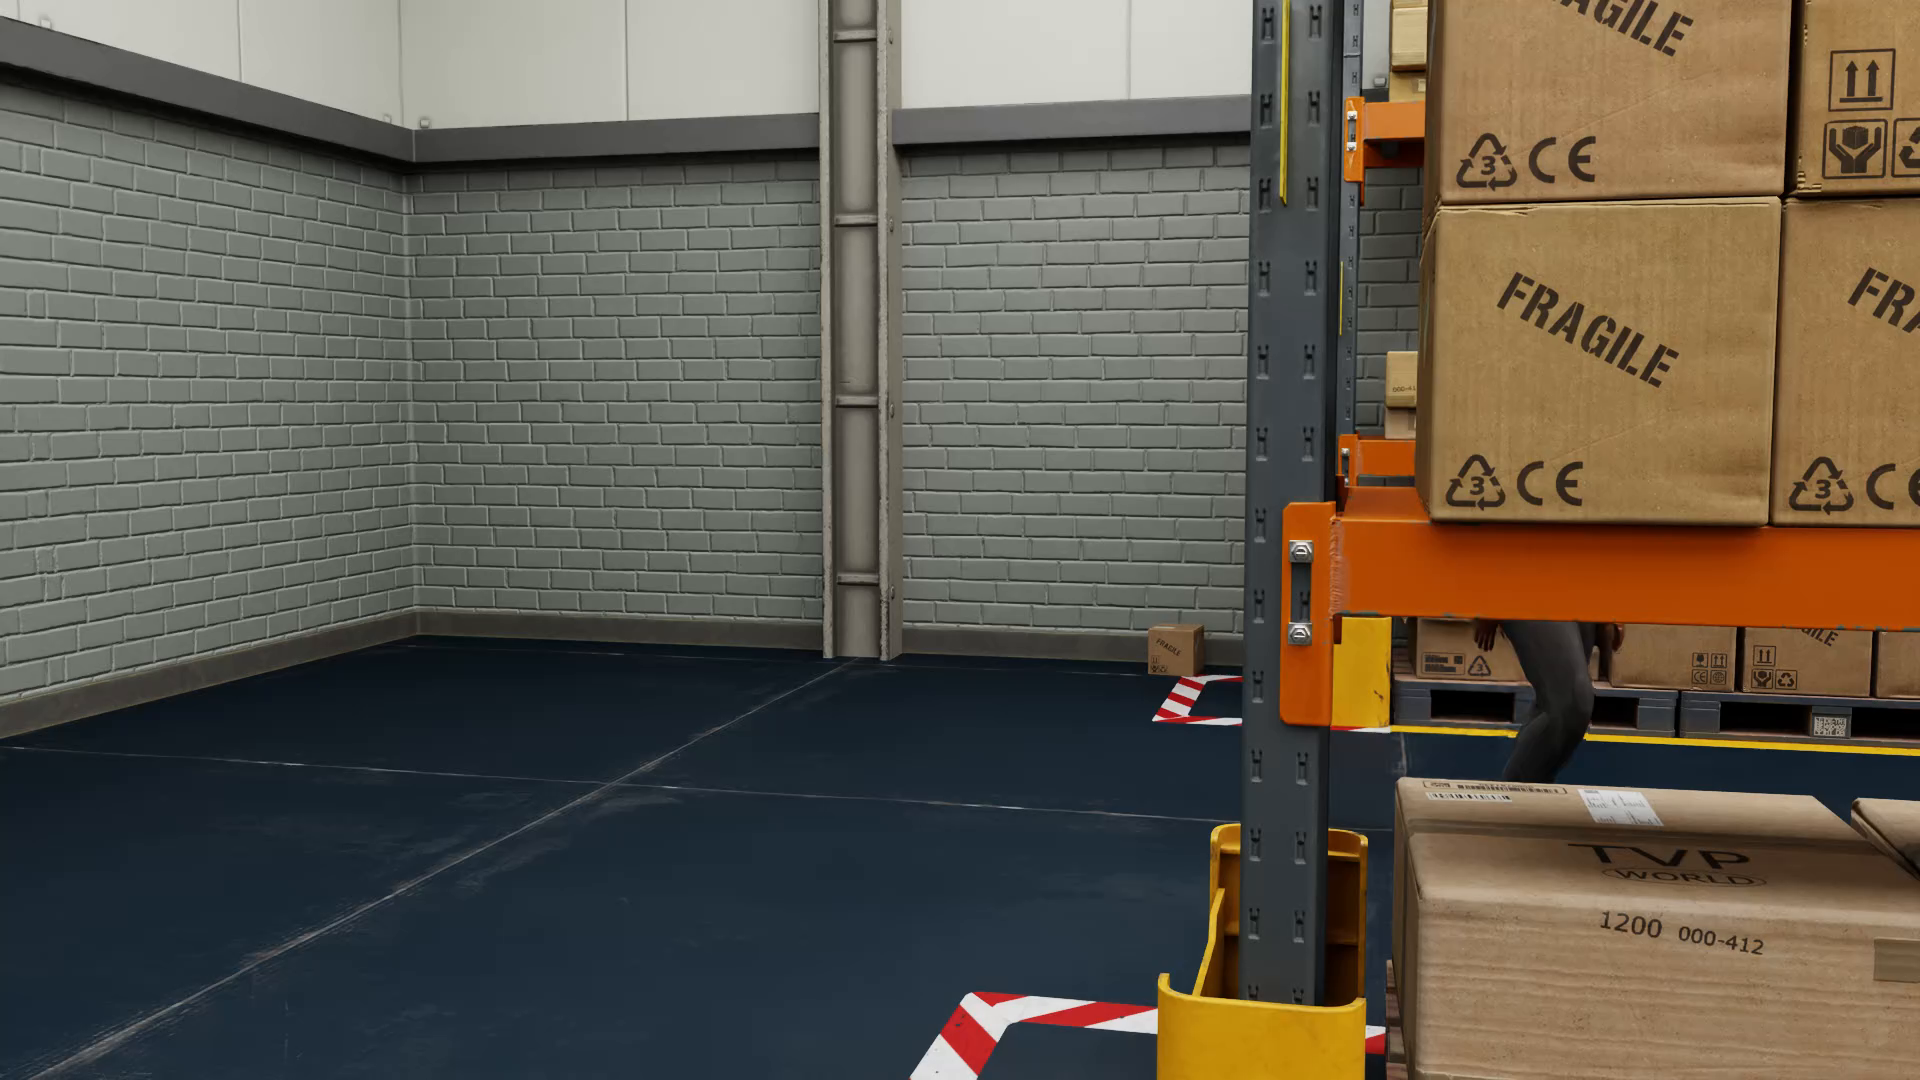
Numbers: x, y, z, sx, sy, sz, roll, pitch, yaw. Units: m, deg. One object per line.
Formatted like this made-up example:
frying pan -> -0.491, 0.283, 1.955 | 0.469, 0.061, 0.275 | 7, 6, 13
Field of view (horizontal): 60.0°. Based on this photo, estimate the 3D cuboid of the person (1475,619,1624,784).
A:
person -> 1.890, 0.217, 5.232 | 0.435, 1.672, 0.445 | -3, 6, -35
